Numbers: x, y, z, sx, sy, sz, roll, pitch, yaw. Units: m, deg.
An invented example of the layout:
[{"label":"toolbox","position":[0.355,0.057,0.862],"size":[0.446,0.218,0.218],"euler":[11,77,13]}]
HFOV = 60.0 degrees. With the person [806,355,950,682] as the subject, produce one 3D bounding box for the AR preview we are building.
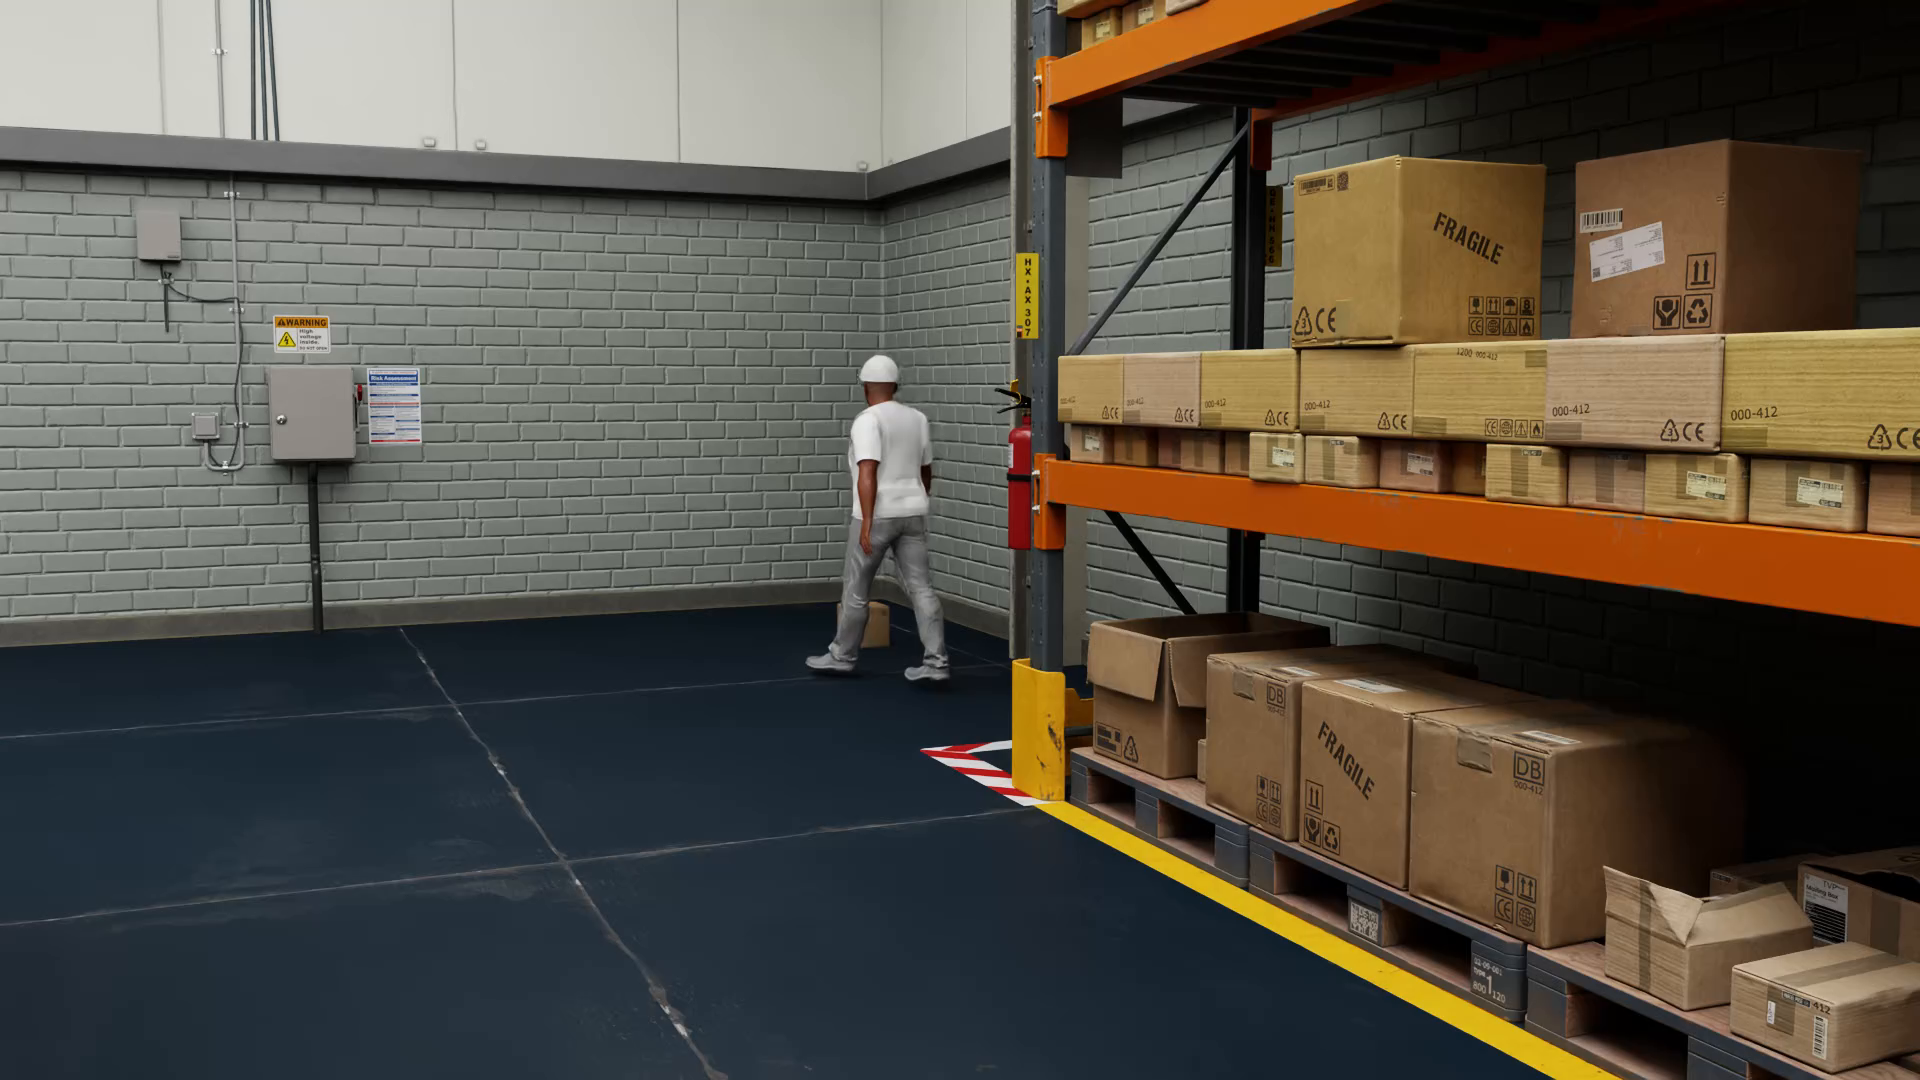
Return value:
[{"label":"person","position":[-0.391,-0.128,8.883],"size":[0.615,1.709,0.967],"euler":[-4,7,-37]}]
